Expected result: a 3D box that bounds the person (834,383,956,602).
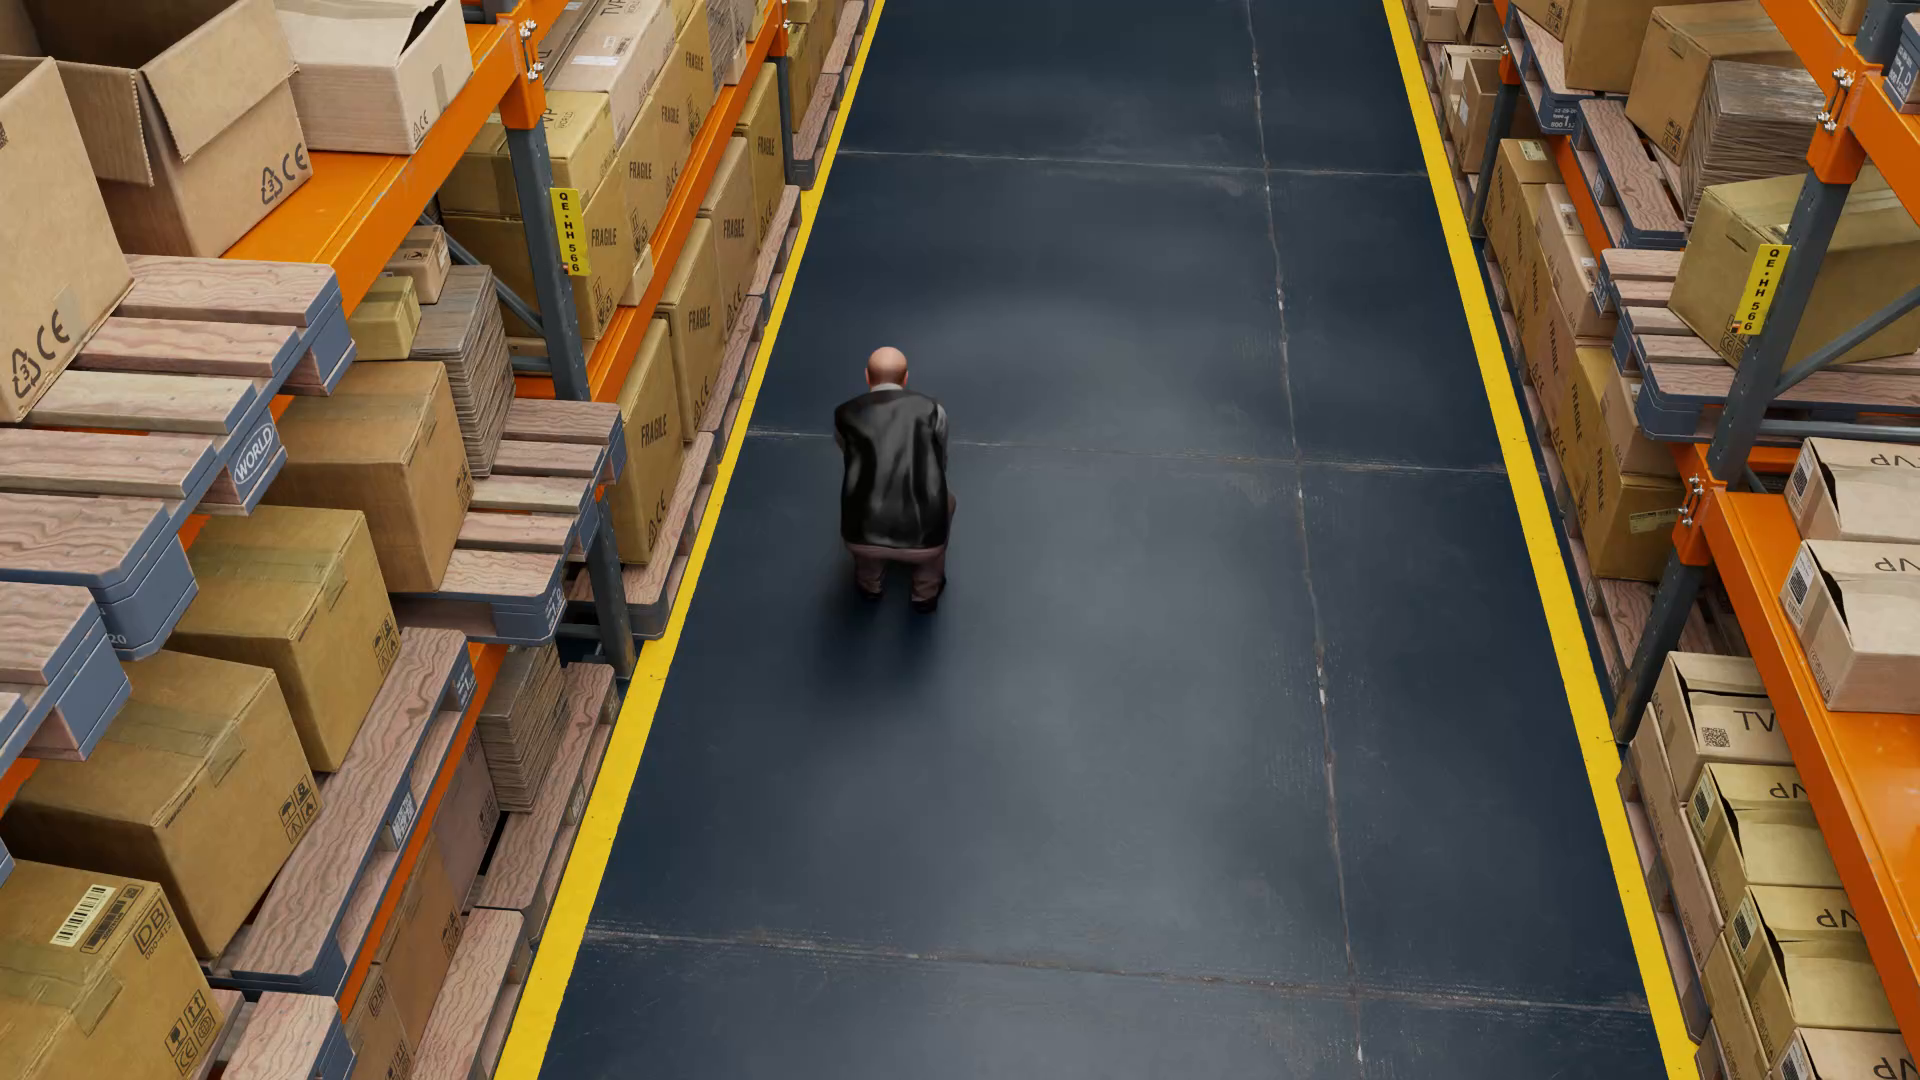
[{"bbox_3d":[-0.281,-0.190,7.020,0.517,0.842,0.767,2,40,2],"label":"person"}]
